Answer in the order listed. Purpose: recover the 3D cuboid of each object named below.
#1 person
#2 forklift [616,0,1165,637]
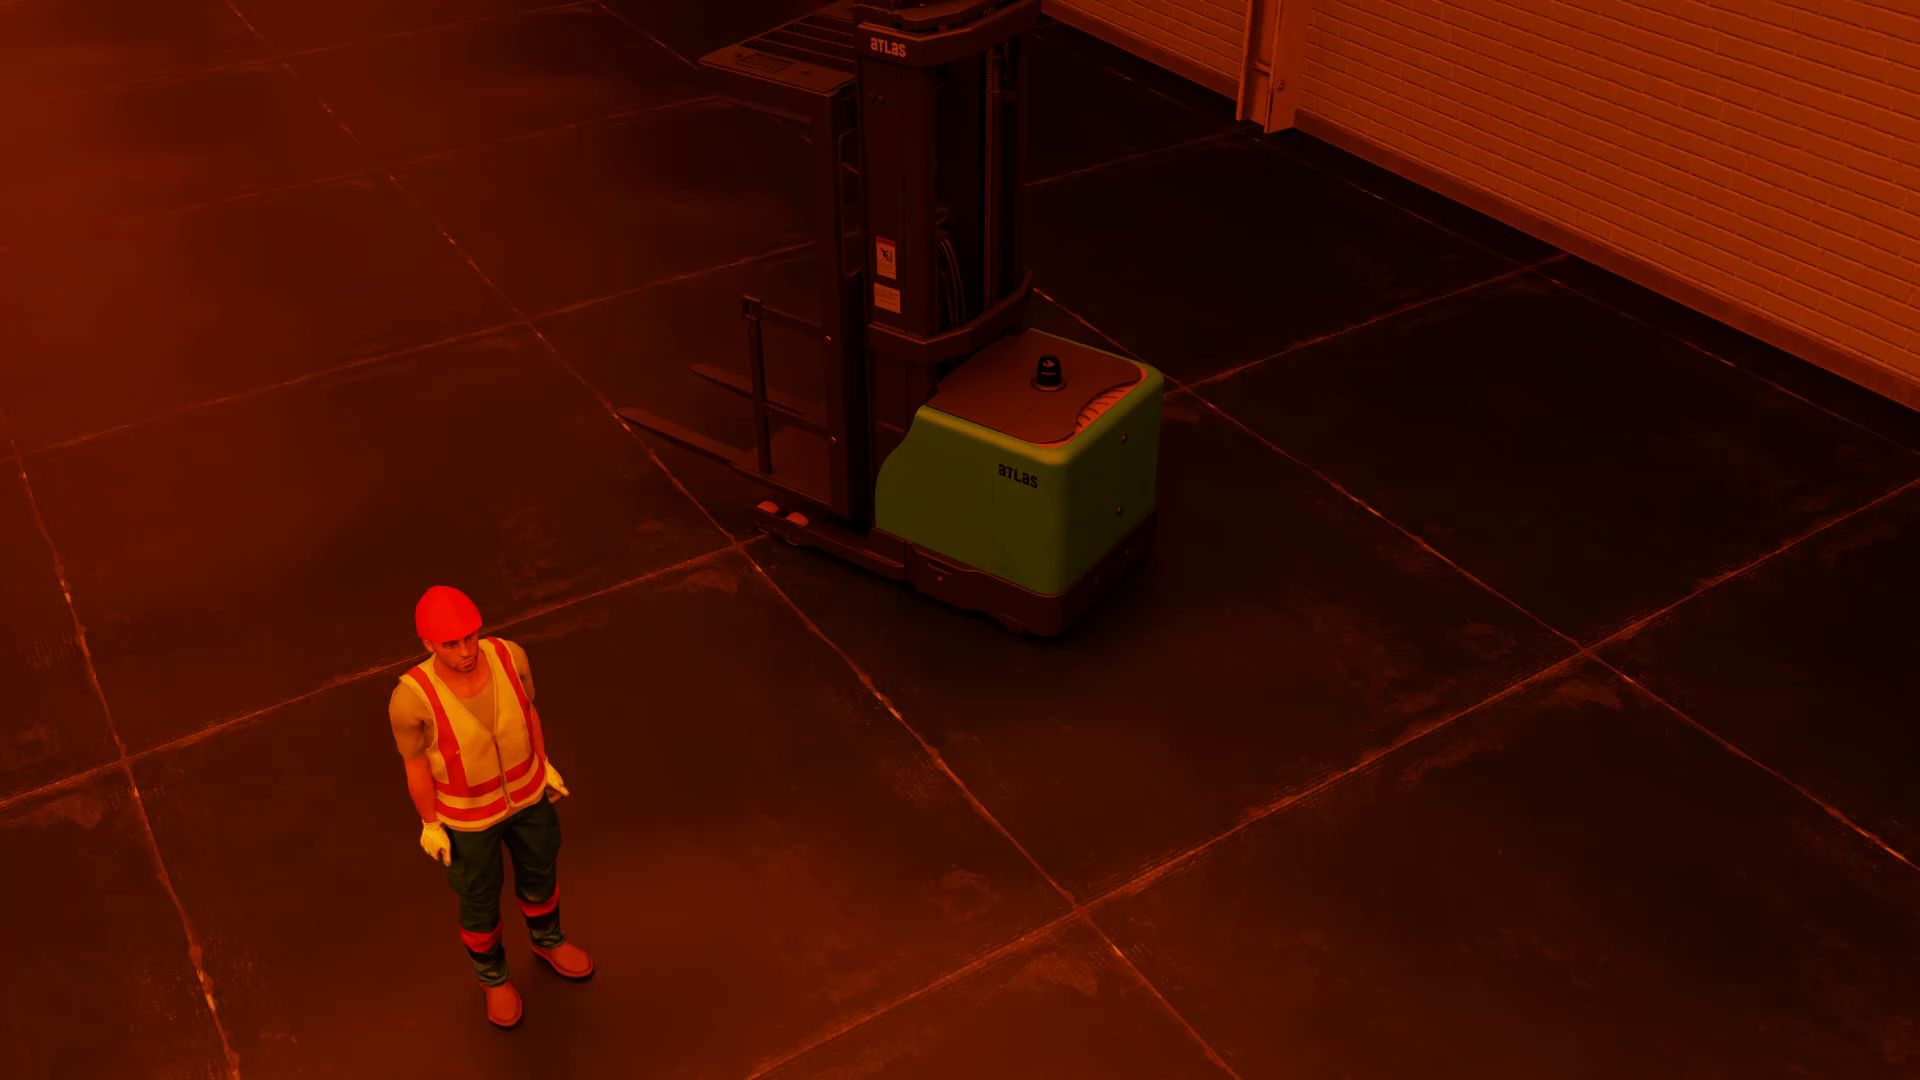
[{"bbox_3d":[-1.634,0.921,5.830,0.536,1.795,0.376,-29,44,-34],"label":"person"},{"bbox_3d":[-0.500,-1.399,8.138,3.031,2.935,1.130,22,41,28],"label":"forklift"}]
